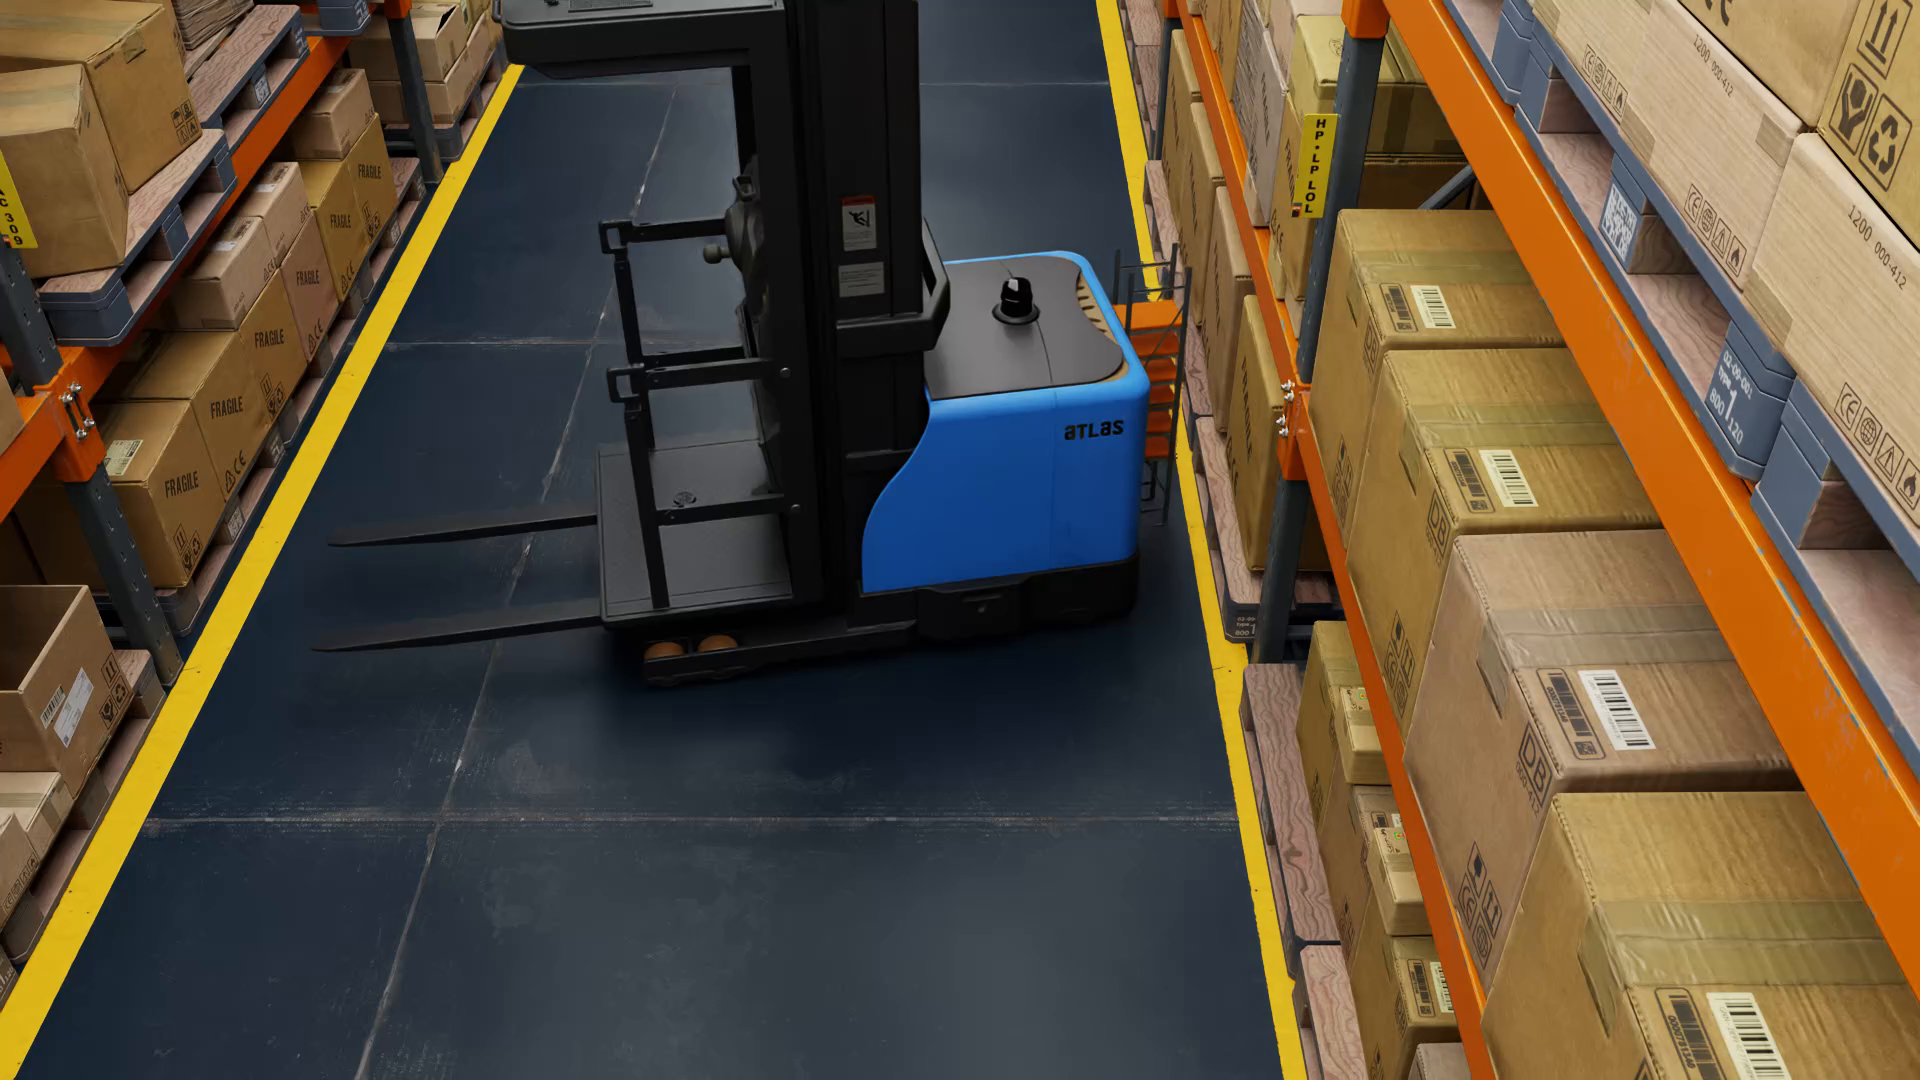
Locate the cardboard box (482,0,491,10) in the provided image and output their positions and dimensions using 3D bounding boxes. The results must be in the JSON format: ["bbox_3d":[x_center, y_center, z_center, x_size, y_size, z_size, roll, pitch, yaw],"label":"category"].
[{"bbox_3d":[-3.095,-3.453,10.075,0.500,0.311,0.500,-1,39,-1],"label":"cardboard box"}]

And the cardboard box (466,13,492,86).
[{"bbox_3d":[-3.089,-2.901,9.834,0.500,0.250,0.500,-1,39,-1],"label":"cardboard box"}]

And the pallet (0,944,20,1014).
[{"bbox_3d":[-3.372,1.616,4.565,1.003,0.211,1.213,0,39,0],"label":"pallet"}]

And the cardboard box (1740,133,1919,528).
[{"bbox_3d":[1.314,-0.269,1.993,0.500,0.250,0.500,-1,39,-2],"label":"cardboard box"}]

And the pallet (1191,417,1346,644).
[{"bbox_3d":[1.501,-0.067,6.665,1.003,0.211,1.213,0,39,0],"label":"pallet"}]

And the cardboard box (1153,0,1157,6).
[{"bbox_3d":[1.597,-3.769,10.702,0.700,0.500,0.500,0,39,0],"label":"cardboard box"}]

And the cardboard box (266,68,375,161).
[{"bbox_3d":[-3.140,-2.037,7.941,0.500,0.250,0.500,1,39,2],"label":"cardboard box"}]

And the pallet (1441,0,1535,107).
[{"bbox_3d":[1.568,-1.297,3.642,1.003,0.211,1.213,0,39,0],"label":"pallet"}]

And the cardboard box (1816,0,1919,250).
[{"bbox_3d":[1.319,-0.549,1.742,0.500,0.500,0.500,1,39,1],"label":"cardboard box"}]

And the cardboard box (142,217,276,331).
[{"bbox_3d":[-3.134,-1.084,6.751,0.500,0.250,0.500,0,39,0],"label":"cardboard box"}]

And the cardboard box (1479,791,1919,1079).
[{"bbox_3d":[1.560,0.938,2.941,0.980,0.700,0.700,0,39,0],"label":"cardboard box"}]

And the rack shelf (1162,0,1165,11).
[{"bbox_3d":[1.571,-4.144,10.098,1.077,0.370,4.000,0,39,0],"label":"rack shelf"}]

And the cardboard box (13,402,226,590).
[{"bbox_3d":[-3.133,-0.166,6.205,0.500,0.500,0.500,-2,39,-2],"label":"cardboard box"}]

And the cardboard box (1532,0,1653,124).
[{"bbox_3d":[1.309,-0.916,2.799,0.500,0.250,0.500,-1,39,-1],"label":"cardboard box"}]

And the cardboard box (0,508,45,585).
[{"bbox_3d":[-3.663,-0.171,6.212,0.500,0.500,0.500,0,39,0],"label":"cardboard box"}]

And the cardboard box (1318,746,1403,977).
[{"bbox_3d":[1.473,0.921,4.865,0.700,0.500,0.500,0,39,-1],"label":"cardboard box"}]

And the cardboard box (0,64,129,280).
[{"bbox_3d":[-3.153,-1.166,5.391,0.700,0.500,0.500,-13,40,-15],"label":"cardboard box"}]

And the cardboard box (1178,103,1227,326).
[{"bbox_3d":[1.437,-1.491,7.595,0.750,0.750,0.750,0,39,0],"label":"cardboard box"}]

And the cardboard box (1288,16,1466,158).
[{"bbox_3d":[1.321,-1.420,5.190,0.500,0.250,0.500,1,39,1],"label":"cardboard box"}]

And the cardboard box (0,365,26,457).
[{"bbox_3d":[-3.119,-0.393,4.762,0.500,0.500,0.500,1,39,1],"label":"cardboard box"}]

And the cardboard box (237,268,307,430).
[{"bbox_3d":[-3.138,-0.812,7.011,0.500,0.500,0.500,0,39,0],"label":"cardboard box"}]

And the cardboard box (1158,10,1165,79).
[{"bbox_3d":[1.520,-2.820,9.518,0.700,0.500,0.500,0,39,1],"label":"cardboard box"}]

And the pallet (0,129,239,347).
[{"bbox_3d":[-3.268,-1.092,5.867,1.003,0.211,1.213,0,39,0],"label":"pallet"}]

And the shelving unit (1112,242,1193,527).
[{"bbox_3d":[0.715,-0.573,6.505,0.258,1.200,0.189,-7,39,-9],"label":"shelving unit"}]

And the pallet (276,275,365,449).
[{"bbox_3d":[-3.419,-0.852,7.644,1.003,0.211,1.213,0,39,0],"label":"pallet"}]

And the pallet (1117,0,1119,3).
[{"bbox_3d":[1.571,-4.100,11.698,1.003,0.211,1.213,0,39,0],"label":"pallet"}]

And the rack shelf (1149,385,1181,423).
[{"bbox_3d":[0.715,-0.538,6.533,0.258,0.103,0.180,-7,39,-9],"label":"rack shelf"}]

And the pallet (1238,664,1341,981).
[{"bbox_3d":[1.500,0.891,5.469,1.003,0.211,1.213,0,39,0],"label":"pallet"}]

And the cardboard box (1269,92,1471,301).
[{"bbox_3d":[1.325,-1.124,5.420,0.500,0.500,0.500,-1,39,-1],"label":"cardboard box"}]

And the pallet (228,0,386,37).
[{"bbox_3d":[-3.310,-2.669,7.836,1.213,0.211,1.003,0,39,0],"label":"pallet"}]

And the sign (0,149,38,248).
[{"bbox_3d":[-2.833,-1.010,4.919,0.100,0.325,0.005,0,39,0],"label":"sign"}]

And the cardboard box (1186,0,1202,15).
[{"bbox_3d":[1.249,-2.554,7.723,0.380,0.149,0.250,1,39,1],"label":"cardboard box"}]

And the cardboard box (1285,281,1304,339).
[{"bbox_3d":[1.294,-0.794,5.526,0.380,0.149,0.250,0,39,0],"label":"cardboard box"}]

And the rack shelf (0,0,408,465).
[{"bbox_3d":[-3.378,-1.637,6.969,1.077,0.370,4.000,0,39,0],"label":"rack shelf"}]

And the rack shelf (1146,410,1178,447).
[{"bbox_3d":[0.714,-0.445,6.608,0.258,0.103,0.180,-7,39,-9],"label":"rack shelf"}]

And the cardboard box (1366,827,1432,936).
[{"bbox_3d":[1.295,0.894,4.380,0.380,0.149,0.250,-1,39,-1],"label":"cardboard box"}]

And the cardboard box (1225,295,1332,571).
[{"bbox_3d":[1.447,-0.404,6.239,0.750,0.750,0.750,0,39,0],"label":"cardboard box"}]

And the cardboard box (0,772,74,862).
[{"bbox_3d":[-3.031,0.865,5.200,0.380,0.149,0.250,0,39,0],"label":"cardboard box"}]

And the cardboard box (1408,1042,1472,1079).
[{"bbox_3d":[1.480,1.575,4.049,0.700,0.500,0.500,-1,39,-2],"label":"cardboard box"}]

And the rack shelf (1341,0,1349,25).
[{"bbox_3d":[1.575,-2.813,6.038,1.077,0.370,4.000,0,39,0],"label":"rack shelf"}]

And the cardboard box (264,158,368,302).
[{"bbox_3d":[-3.144,-1.456,7.815,0.500,0.500,0.500,-1,39,-2],"label":"cardboard box"}]

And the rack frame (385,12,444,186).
[{"bbox_3d":[-3.381,-3.168,8.305,1.000,3.000,0.127,0,39,0],"label":"rack frame"}]

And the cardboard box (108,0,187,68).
[{"bbox_3d":[-3.440,-1.974,6.399,0.700,0.500,0.500,-9,40,-11],"label":"cardboard box"}]

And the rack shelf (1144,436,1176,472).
[{"bbox_3d":[0.714,-0.351,6.683,0.258,0.103,0.180,-7,39,-9],"label":"rack shelf"}]

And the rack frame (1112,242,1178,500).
[{"bbox_3d":[0.697,-0.629,6.576,0.240,1.200,0.006,-7,39,-9],"label":"rack frame"}]

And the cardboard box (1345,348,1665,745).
[{"bbox_3d":[1.557,0.006,4.104,0.980,0.700,0.700,-1,39,-1],"label":"cardboard box"}]

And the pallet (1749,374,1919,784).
[{"bbox_3d":[1.571,0.229,1.738,1.003,0.211,1.213,0,39,0],"label":"pallet"}]

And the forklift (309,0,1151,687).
[{"bbox_3d":[-0.892,-0.968,5.614,3.031,2.935,1.130,-7,39,-9],"label":"forklift"}]

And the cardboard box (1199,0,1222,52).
[{"bbox_3d":[1.309,-2.395,7.006,0.500,0.500,0.500,0,39,0],"label":"cardboard box"}]

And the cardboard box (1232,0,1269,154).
[{"bbox_3d":[1.323,-1.757,6.210,0.500,0.500,0.500,0,39,0],"label":"cardboard box"}]

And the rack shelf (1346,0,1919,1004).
[{"bbox_3d":[1.580,-0.312,2.917,1.077,0.370,4.000,0,39,0],"label":"rack shelf"}]

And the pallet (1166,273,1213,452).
[{"bbox_3d":[1.497,-0.832,7.619,1.003,0.211,1.213,0,39,0],"label":"pallet"}]

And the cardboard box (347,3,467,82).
[{"bbox_3d":[-3.087,-2.806,9.267,0.500,0.311,0.500,1,39,1],"label":"cardboard box"}]

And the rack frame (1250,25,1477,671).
[{"bbox_3d":[1.578,-0.673,5.191,1.000,3.000,0.127,0,39,0],"label":"rack frame"}]

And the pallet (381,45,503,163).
[{"bbox_3d":[-3.343,-2.595,9.819,1.003,0.211,1.213,0,39,0],"label":"pallet"}]
